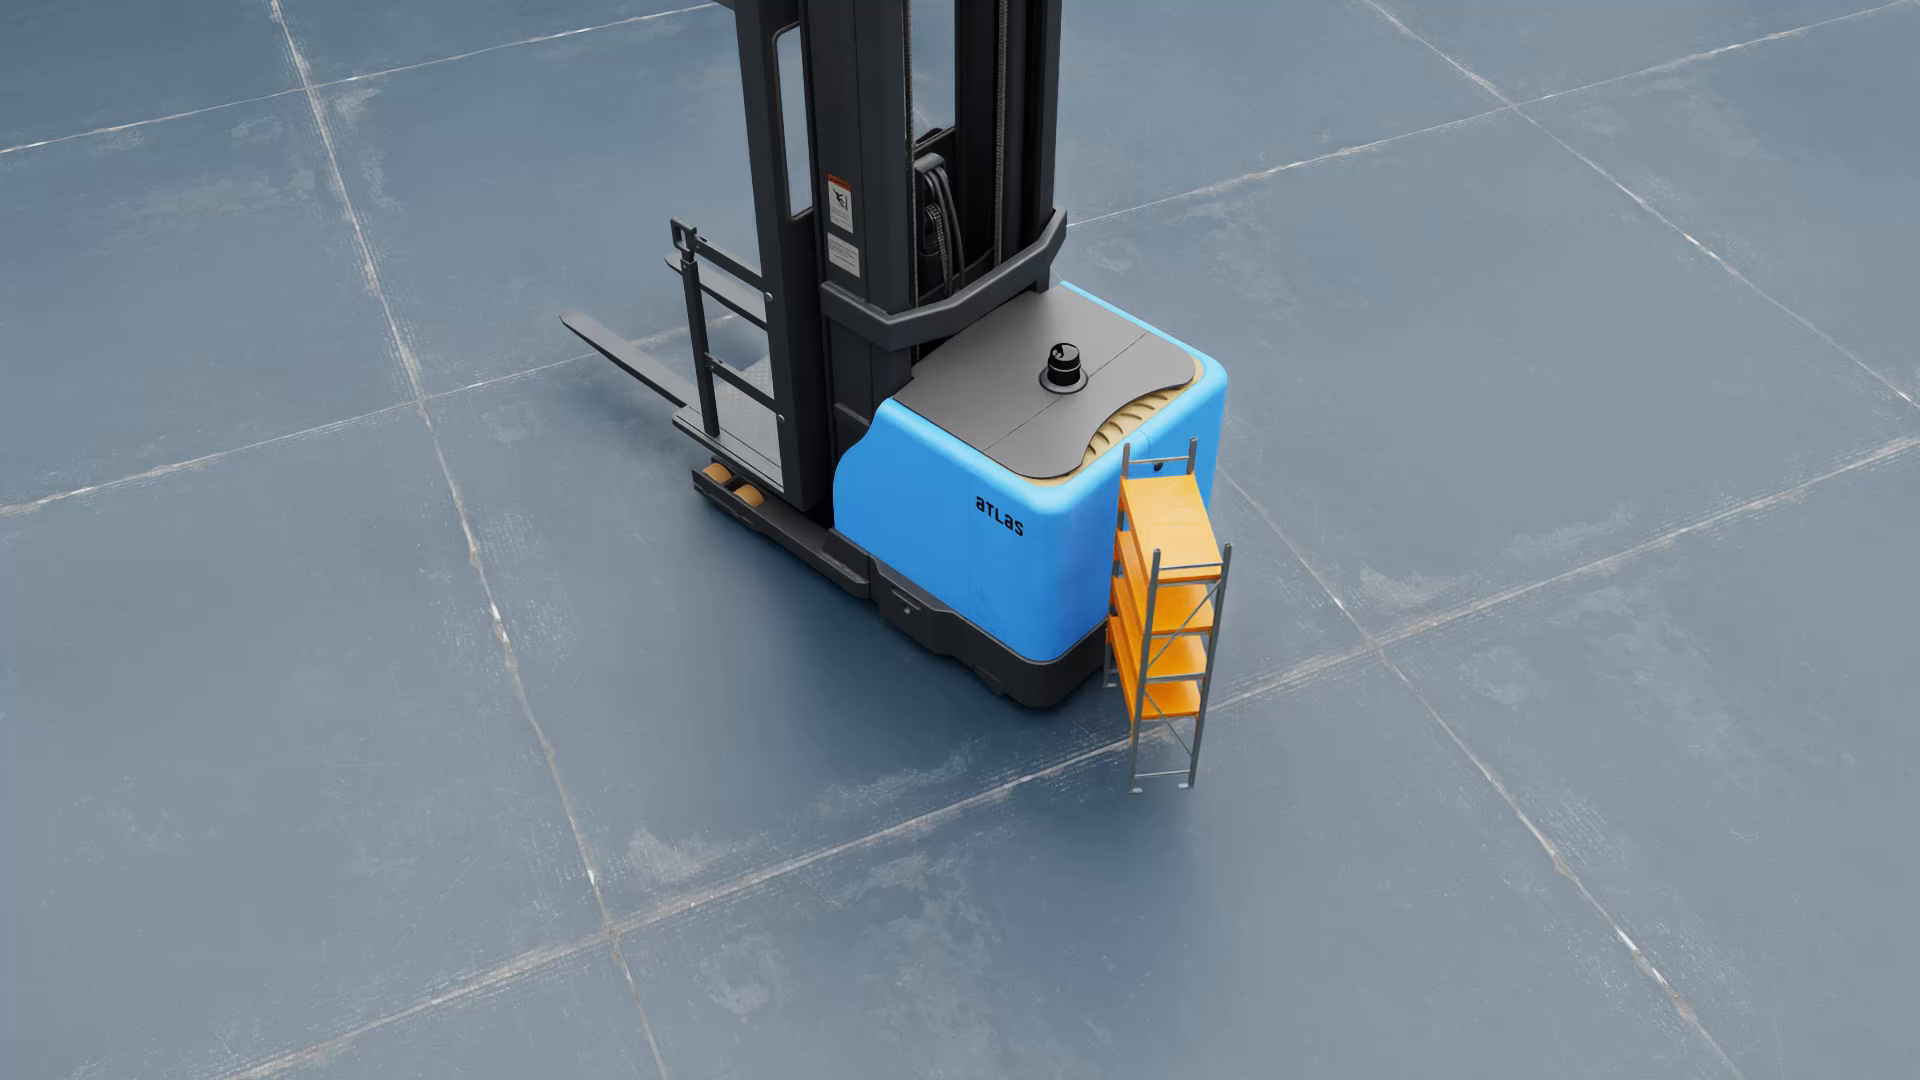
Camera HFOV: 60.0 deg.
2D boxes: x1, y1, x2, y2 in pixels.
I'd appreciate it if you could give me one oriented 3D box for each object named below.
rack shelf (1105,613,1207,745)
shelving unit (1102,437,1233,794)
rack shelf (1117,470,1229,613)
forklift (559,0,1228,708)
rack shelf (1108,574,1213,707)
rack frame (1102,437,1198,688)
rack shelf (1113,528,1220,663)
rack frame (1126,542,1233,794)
[{"bbox_3d":[0.676,0.469,5.799,0.258,0.148,0.480,-5,45,-5],"label":"rack shelf"},{"bbox_3d":[0.676,0.279,5.612,0.258,1.200,0.503,-5,45,-5],"label":"shelving unit"},{"bbox_3d":[0.676,-0.001,5.337,0.258,0.148,0.480,-5,45,-5],"label":"rack shelf"},{"bbox_3d":[-0.463,-1.344,6.025,3.031,2.935,1.130,33,53,29],"label":"forklift"},{"bbox_3d":[0.676,0.327,5.659,0.258,0.148,0.480,-5,45,-5],"label":"rack shelf"},{"bbox_3d":[0.648,0.109,5.785,0.240,1.200,0.015,-5,45,-5],"label":"rack frame"},{"bbox_3d":[0.676,0.168,5.503,0.258,0.148,0.480,-5,45,-5],"label":"rack shelf"},{"bbox_3d":[0.704,0.449,5.439,0.240,1.200,0.015,-5,45,-5],"label":"rack frame"}]
